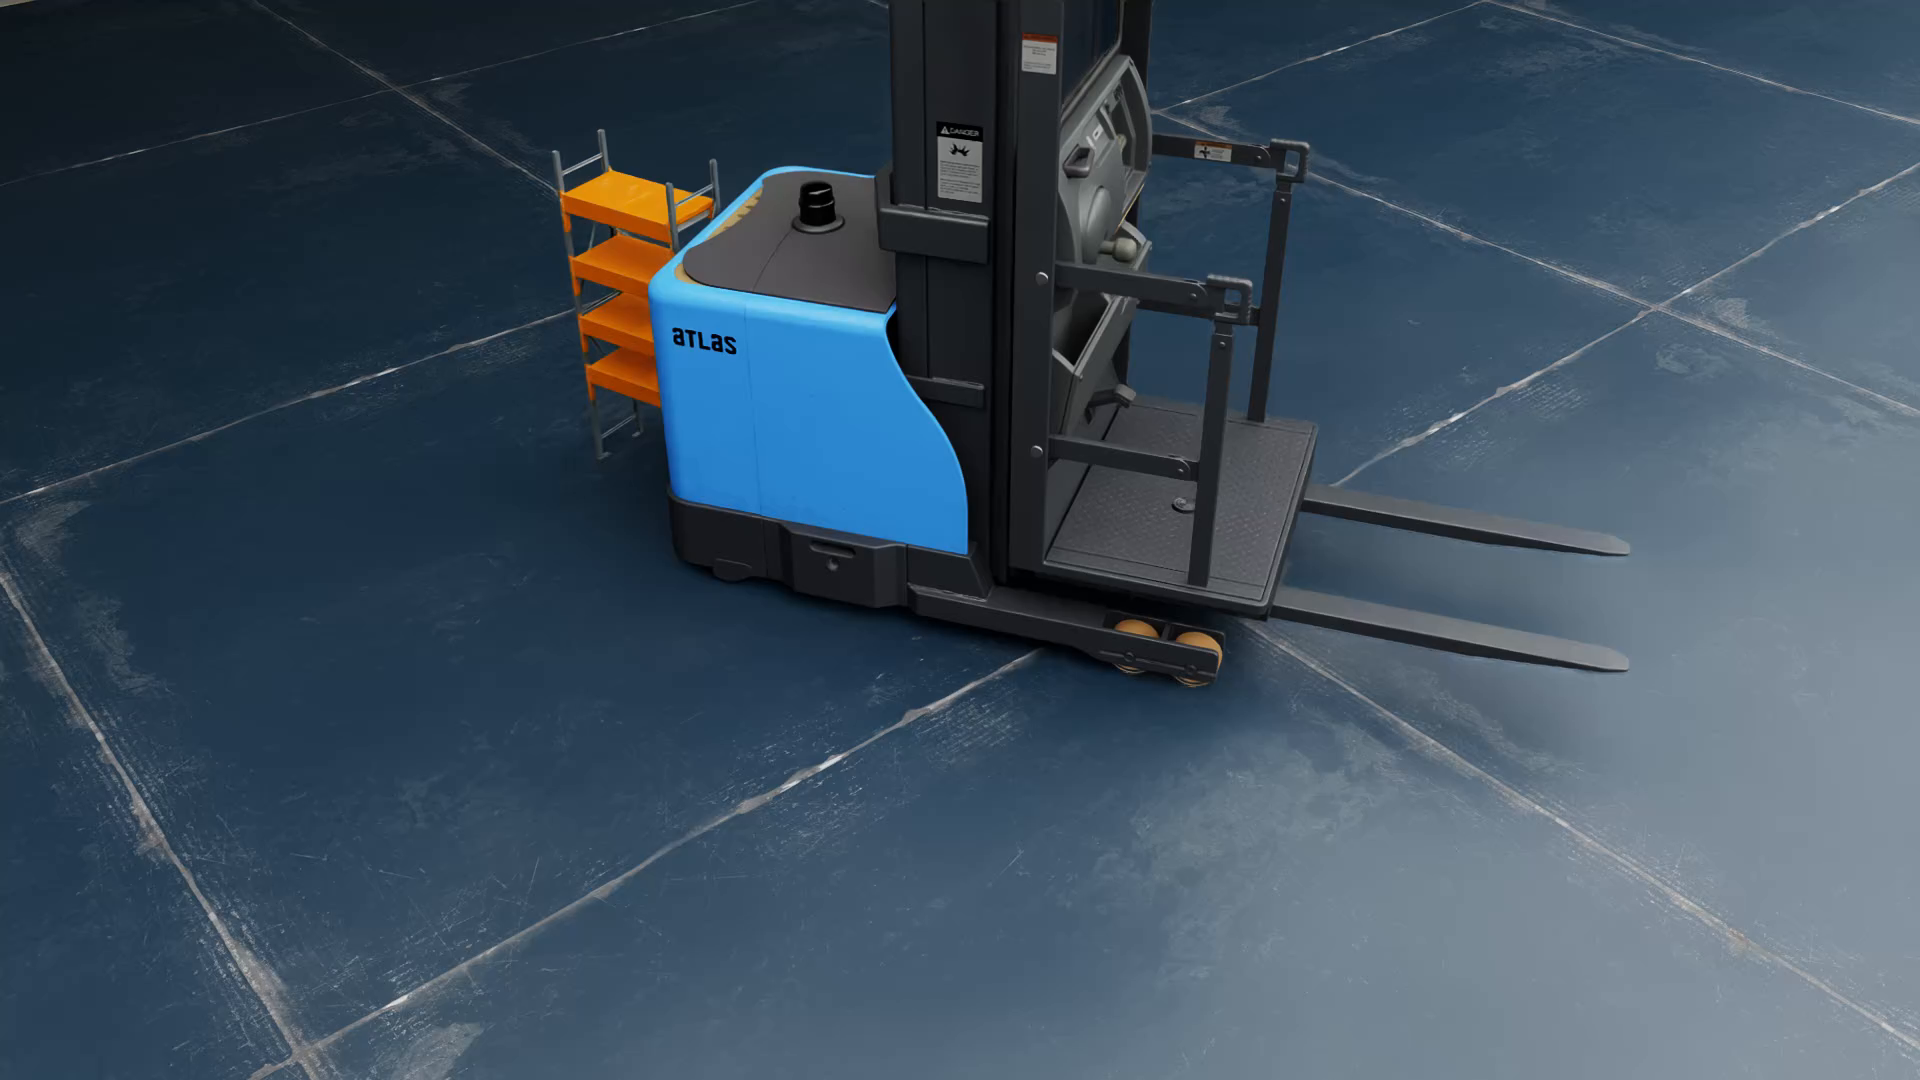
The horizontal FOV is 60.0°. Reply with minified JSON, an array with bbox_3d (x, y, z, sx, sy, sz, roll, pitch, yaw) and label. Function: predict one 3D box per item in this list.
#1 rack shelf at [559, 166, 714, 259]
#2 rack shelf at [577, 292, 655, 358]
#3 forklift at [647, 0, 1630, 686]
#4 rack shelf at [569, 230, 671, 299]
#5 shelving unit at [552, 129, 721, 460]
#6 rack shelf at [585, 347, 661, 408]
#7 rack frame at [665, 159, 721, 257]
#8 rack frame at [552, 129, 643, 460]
[{"bbox_3d":[-1.070,-1.090,5.571,0.480,0.148,0.258,20,40,26],"label":"rack shelf"},{"bbox_3d":[-1.070,-0.715,5.837,0.480,0.148,0.258,20,40,26],"label":"rack shelf"},{"bbox_3d":[0.611,-1.093,4.757,3.031,2.935,1.130,11,37,15],"label":"forklift"},{"bbox_3d":[-1.070,-0.897,5.708,0.480,0.148,0.258,20,40,26],"label":"rack shelf"},{"bbox_3d":[-1.070,-0.770,5.799,0.503,1.200,0.258,20,40,26],"label":"shelving unit"},{"bbox_3d":[-1.070,-0.553,5.952,0.480,0.148,0.258,20,40,26],"label":"rack shelf"},{"bbox_3d":[-0.864,-0.694,5.692,0.015,1.200,0.240,20,40,26],"label":"rack frame"},{"bbox_3d":[-1.276,-0.845,5.905,0.015,1.200,0.240,20,40,26],"label":"rack frame"}]
